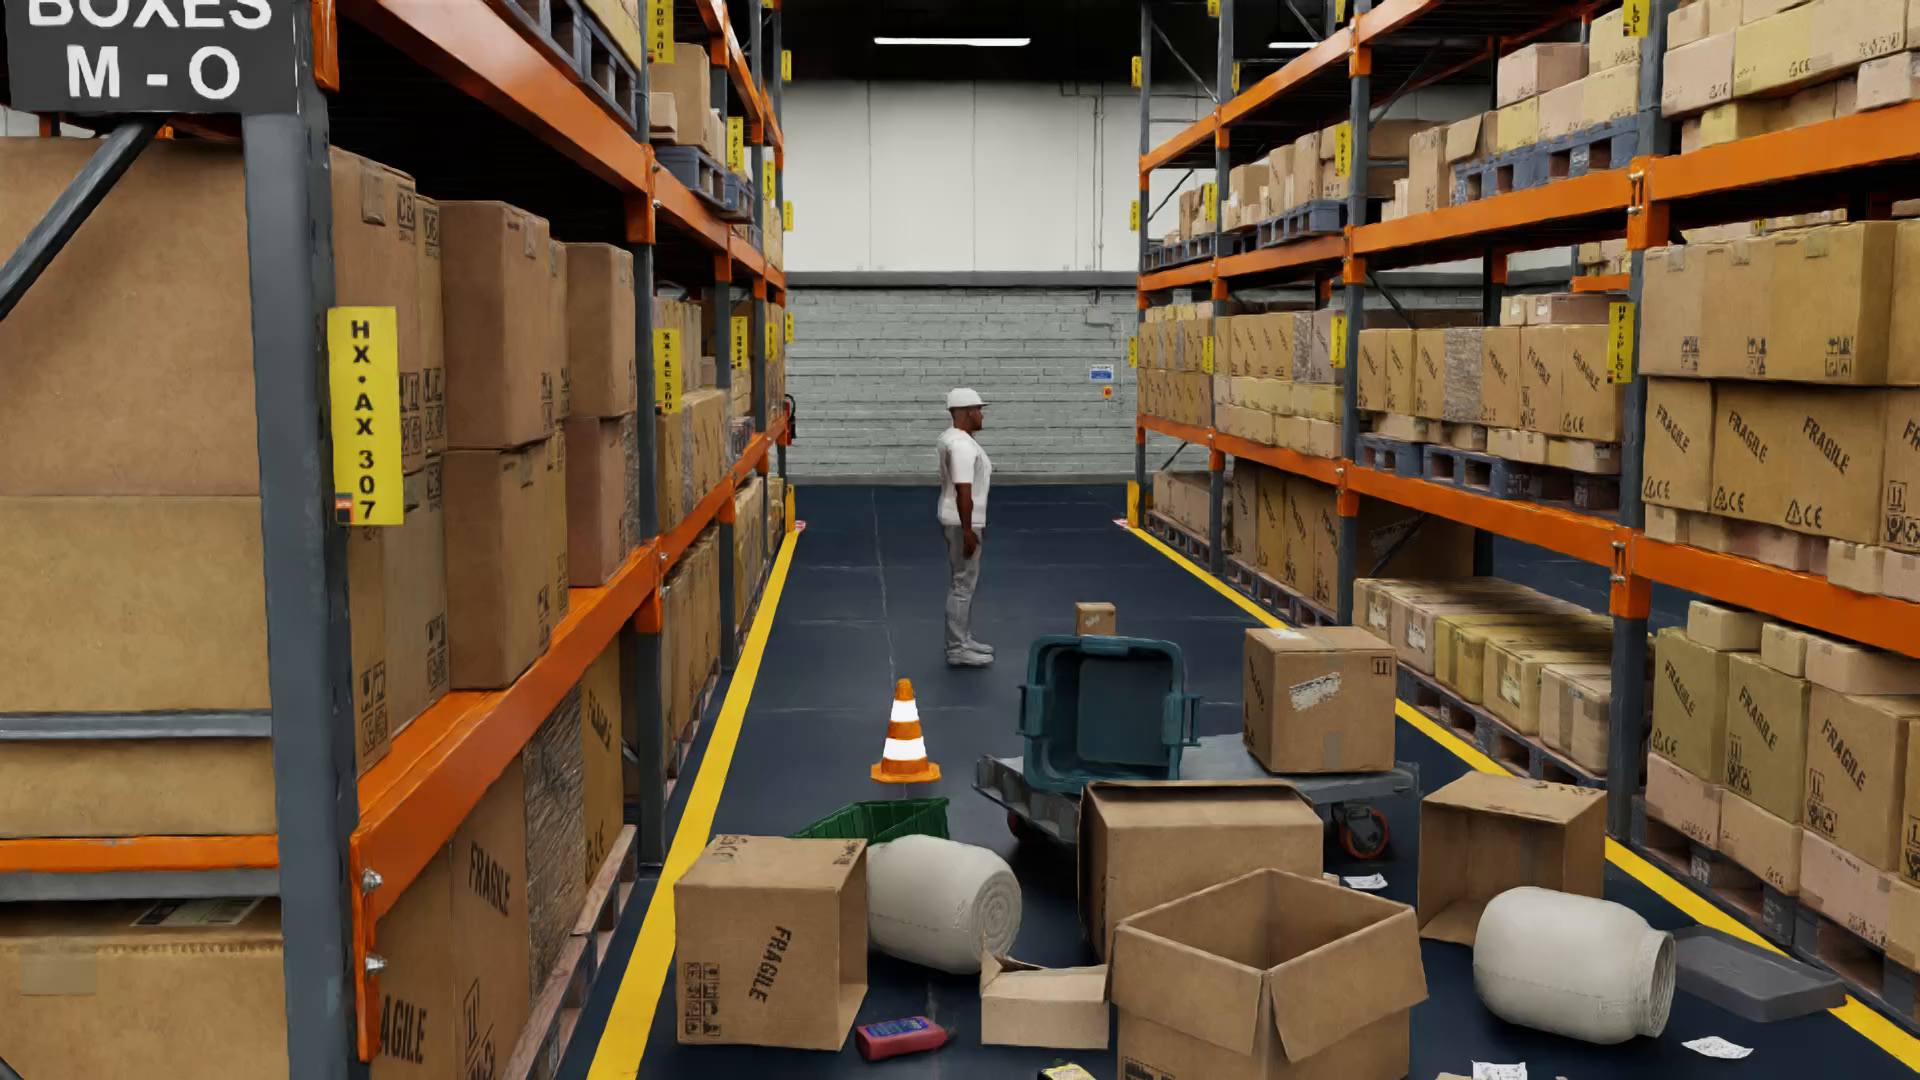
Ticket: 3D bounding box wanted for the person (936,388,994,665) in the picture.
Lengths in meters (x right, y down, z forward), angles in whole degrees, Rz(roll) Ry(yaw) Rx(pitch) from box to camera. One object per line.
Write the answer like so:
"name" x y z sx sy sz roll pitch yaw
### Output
"person" 0.045 -0.102 10.801 0.388 1.771 0.613 -1 7 -6
